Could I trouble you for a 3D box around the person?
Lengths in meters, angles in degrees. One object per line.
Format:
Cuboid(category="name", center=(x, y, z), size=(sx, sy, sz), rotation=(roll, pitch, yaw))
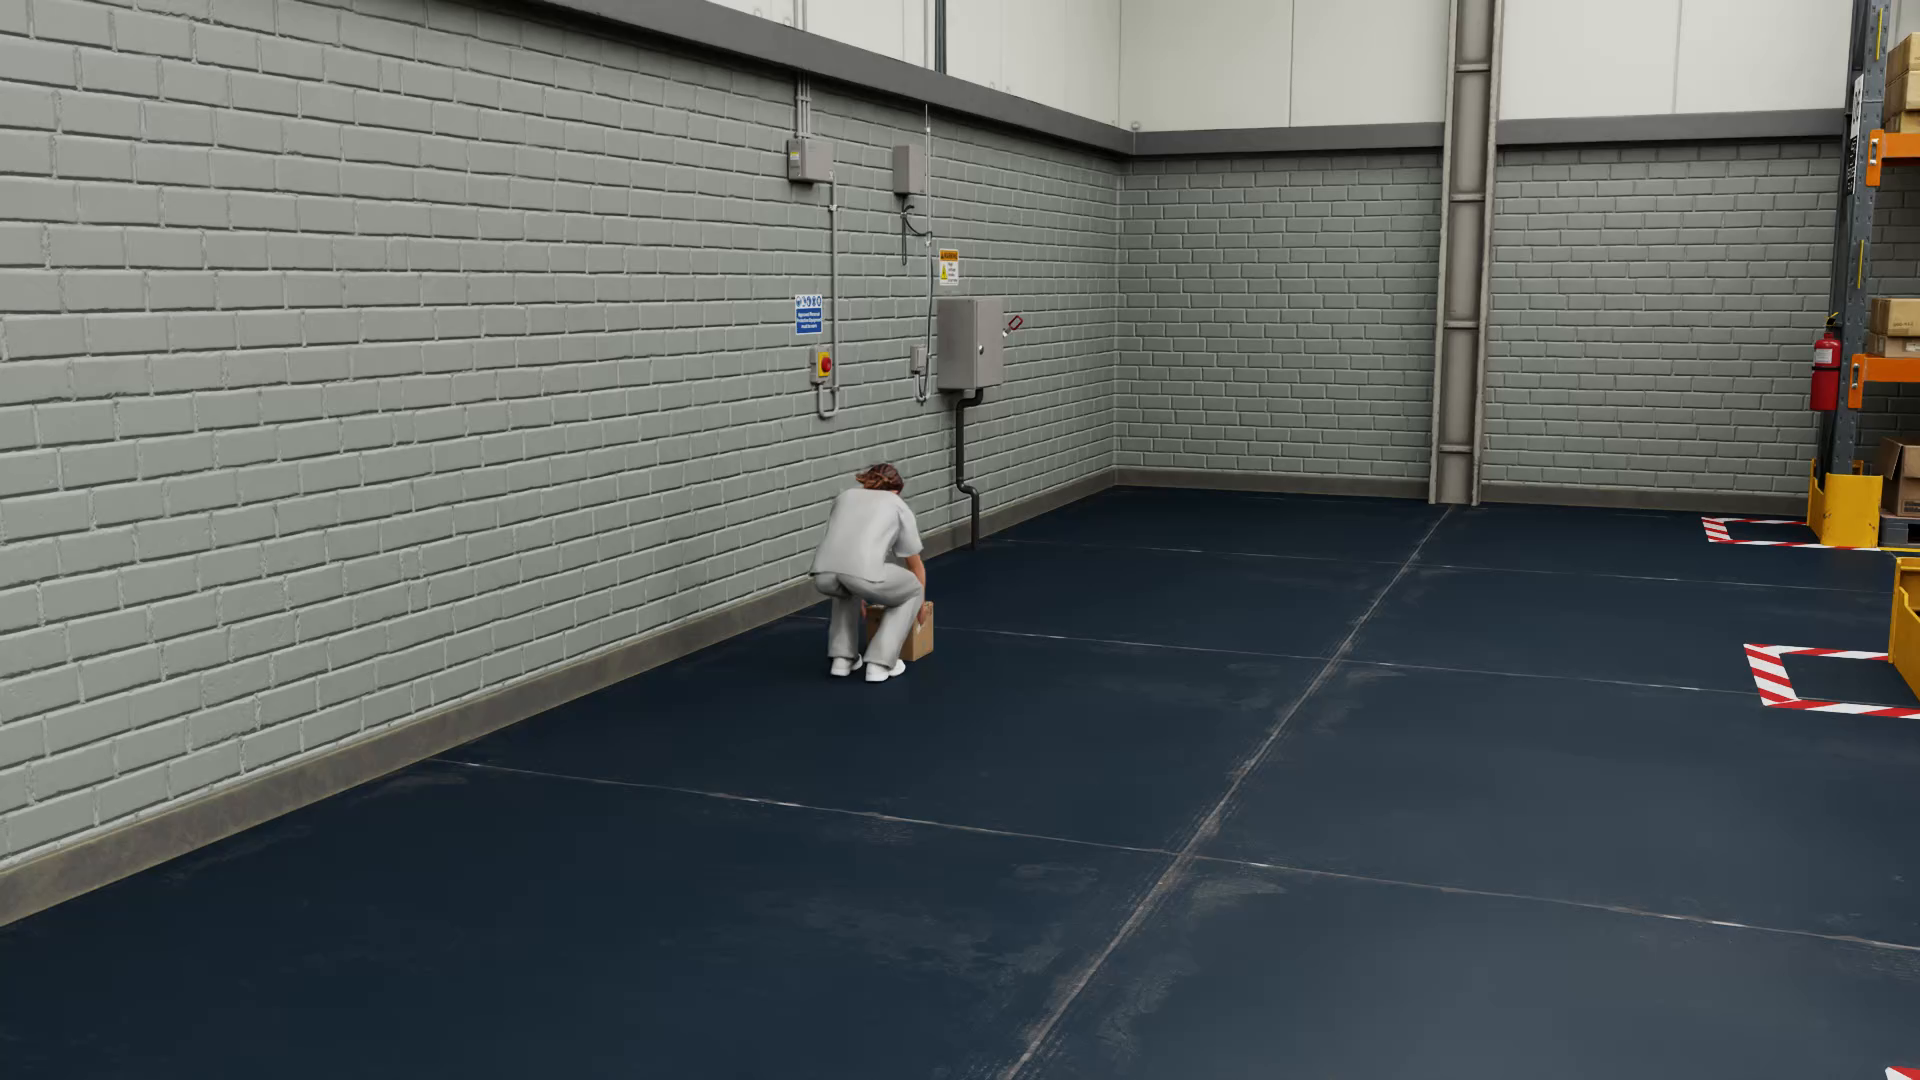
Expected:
Cuboid(category="person", center=(-0.441, 0.146, 7.799), size=(0.486, 0.951, 0.790), rotation=(3, 9, 21))
